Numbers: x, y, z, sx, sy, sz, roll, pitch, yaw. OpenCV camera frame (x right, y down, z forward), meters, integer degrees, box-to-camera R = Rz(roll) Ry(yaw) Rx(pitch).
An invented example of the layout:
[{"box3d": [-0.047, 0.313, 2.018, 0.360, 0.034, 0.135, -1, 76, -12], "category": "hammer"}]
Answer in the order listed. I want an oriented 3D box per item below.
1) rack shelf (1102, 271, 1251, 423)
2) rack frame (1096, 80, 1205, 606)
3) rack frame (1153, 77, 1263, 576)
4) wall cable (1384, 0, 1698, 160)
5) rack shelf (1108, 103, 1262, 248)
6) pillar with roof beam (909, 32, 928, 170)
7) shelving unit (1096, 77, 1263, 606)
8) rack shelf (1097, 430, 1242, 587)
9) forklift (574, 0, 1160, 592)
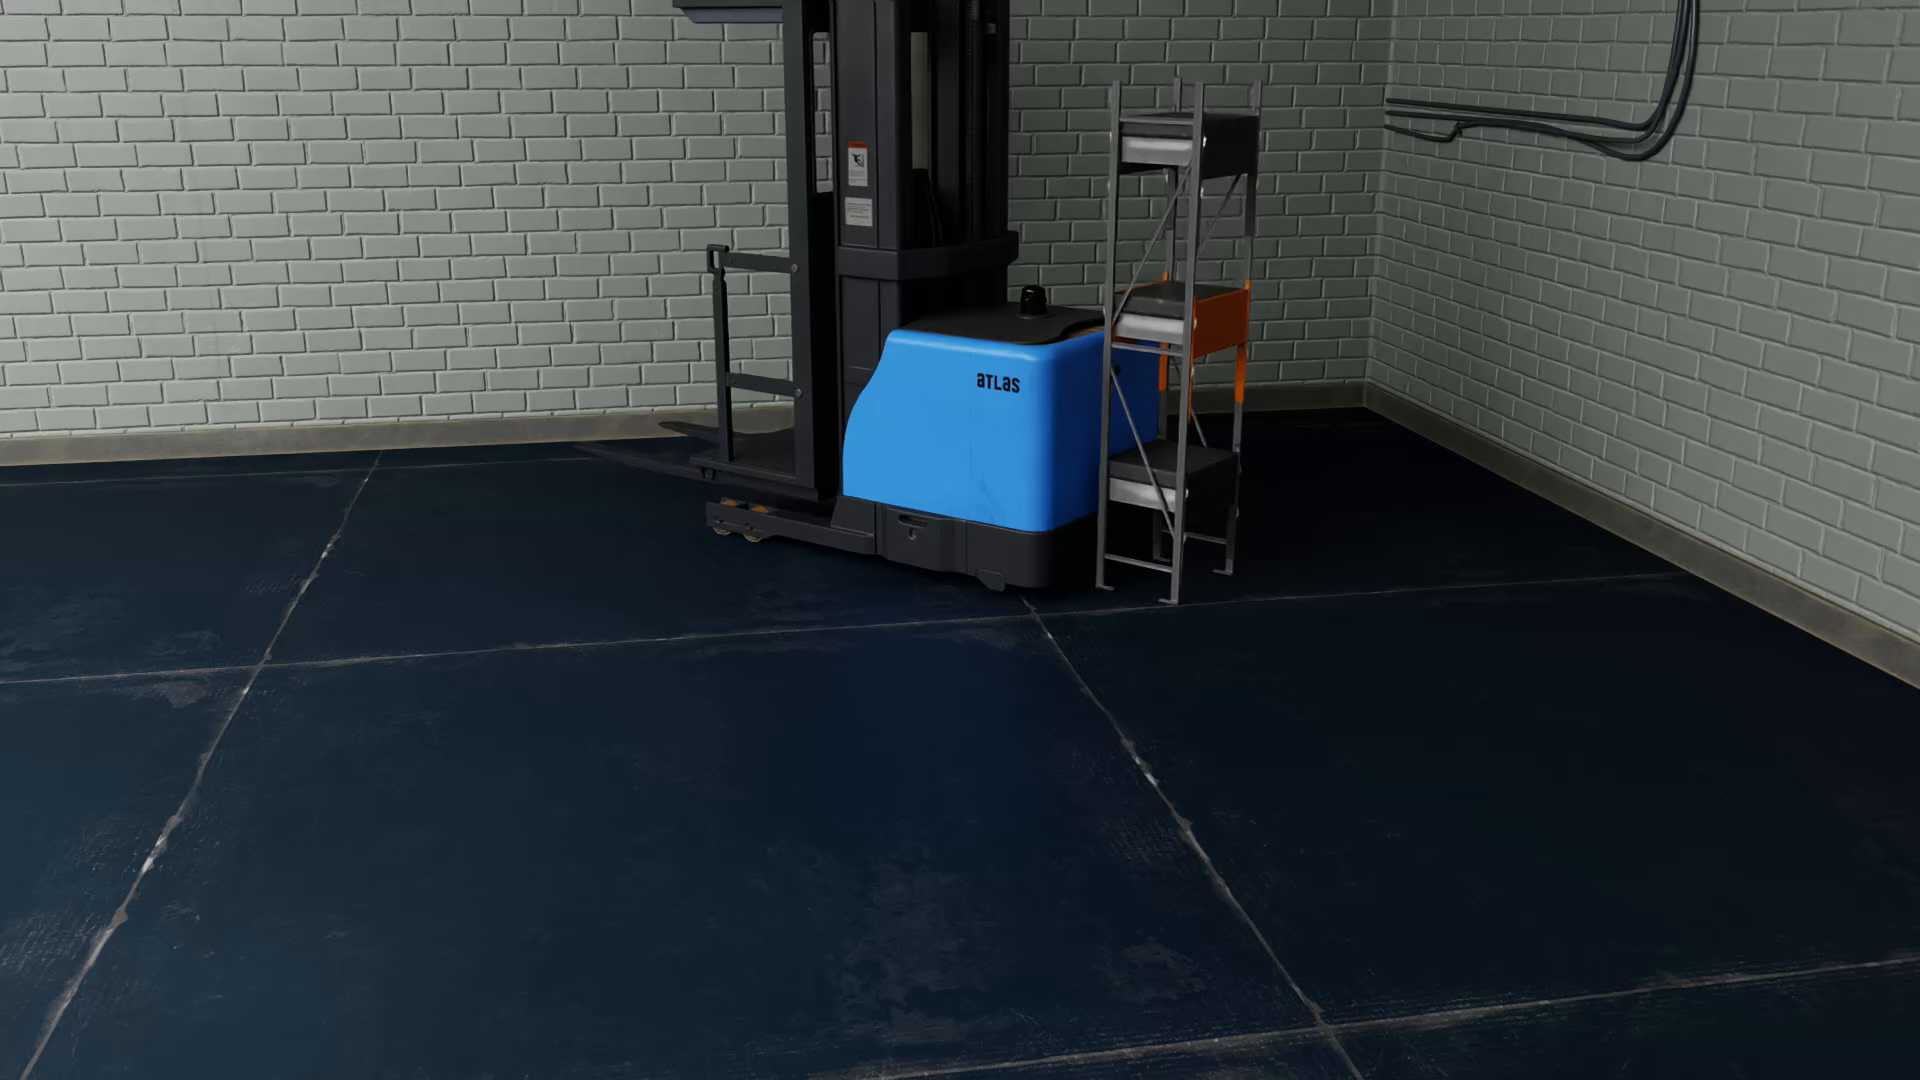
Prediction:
[{"box3d": [0.901, -0.812, 6.919, 0.431, 0.518, 0.480, 13, 21, 34], "category": "rack shelf"}, {"box3d": [0.757, -0.767, 6.726, 0.400, 2.100, 0.015, 13, 21, 34], "category": "rack frame"}, {"box3d": [1.045, -0.883, 7.103, 0.400, 2.100, 0.015, 13, 21, 34], "category": "rack frame"}, {"box3d": [2.821, -3.249, 8.351, 0.112, 2.526, 3.097, -3, 17, -10], "category": "wall cable"}, {"box3d": [0.906, -1.480, 6.710, 0.431, 0.518, 0.480, 13, 21, 34], "category": "rack shelf"}, {"box3d": [0.494, -3.709, 4.562, 0.400, 9.000, 9.100, -3, 17, -10], "category": "pillar with roof beam"}, {"box3d": [0.901, -0.825, 6.915, 0.431, 2.100, 0.503, 13, 21, 34], "category": "shelving unit"}, {"box3d": [0.895, -0.144, 7.128, 0.431, 0.518, 0.480, 13, 21, 34], "category": "rack shelf"}, {"box3d": [-0.590, -1.503, 7.713, 3.031, 2.935, 1.130, 12, 21, 34], "category": "forklift"}]
